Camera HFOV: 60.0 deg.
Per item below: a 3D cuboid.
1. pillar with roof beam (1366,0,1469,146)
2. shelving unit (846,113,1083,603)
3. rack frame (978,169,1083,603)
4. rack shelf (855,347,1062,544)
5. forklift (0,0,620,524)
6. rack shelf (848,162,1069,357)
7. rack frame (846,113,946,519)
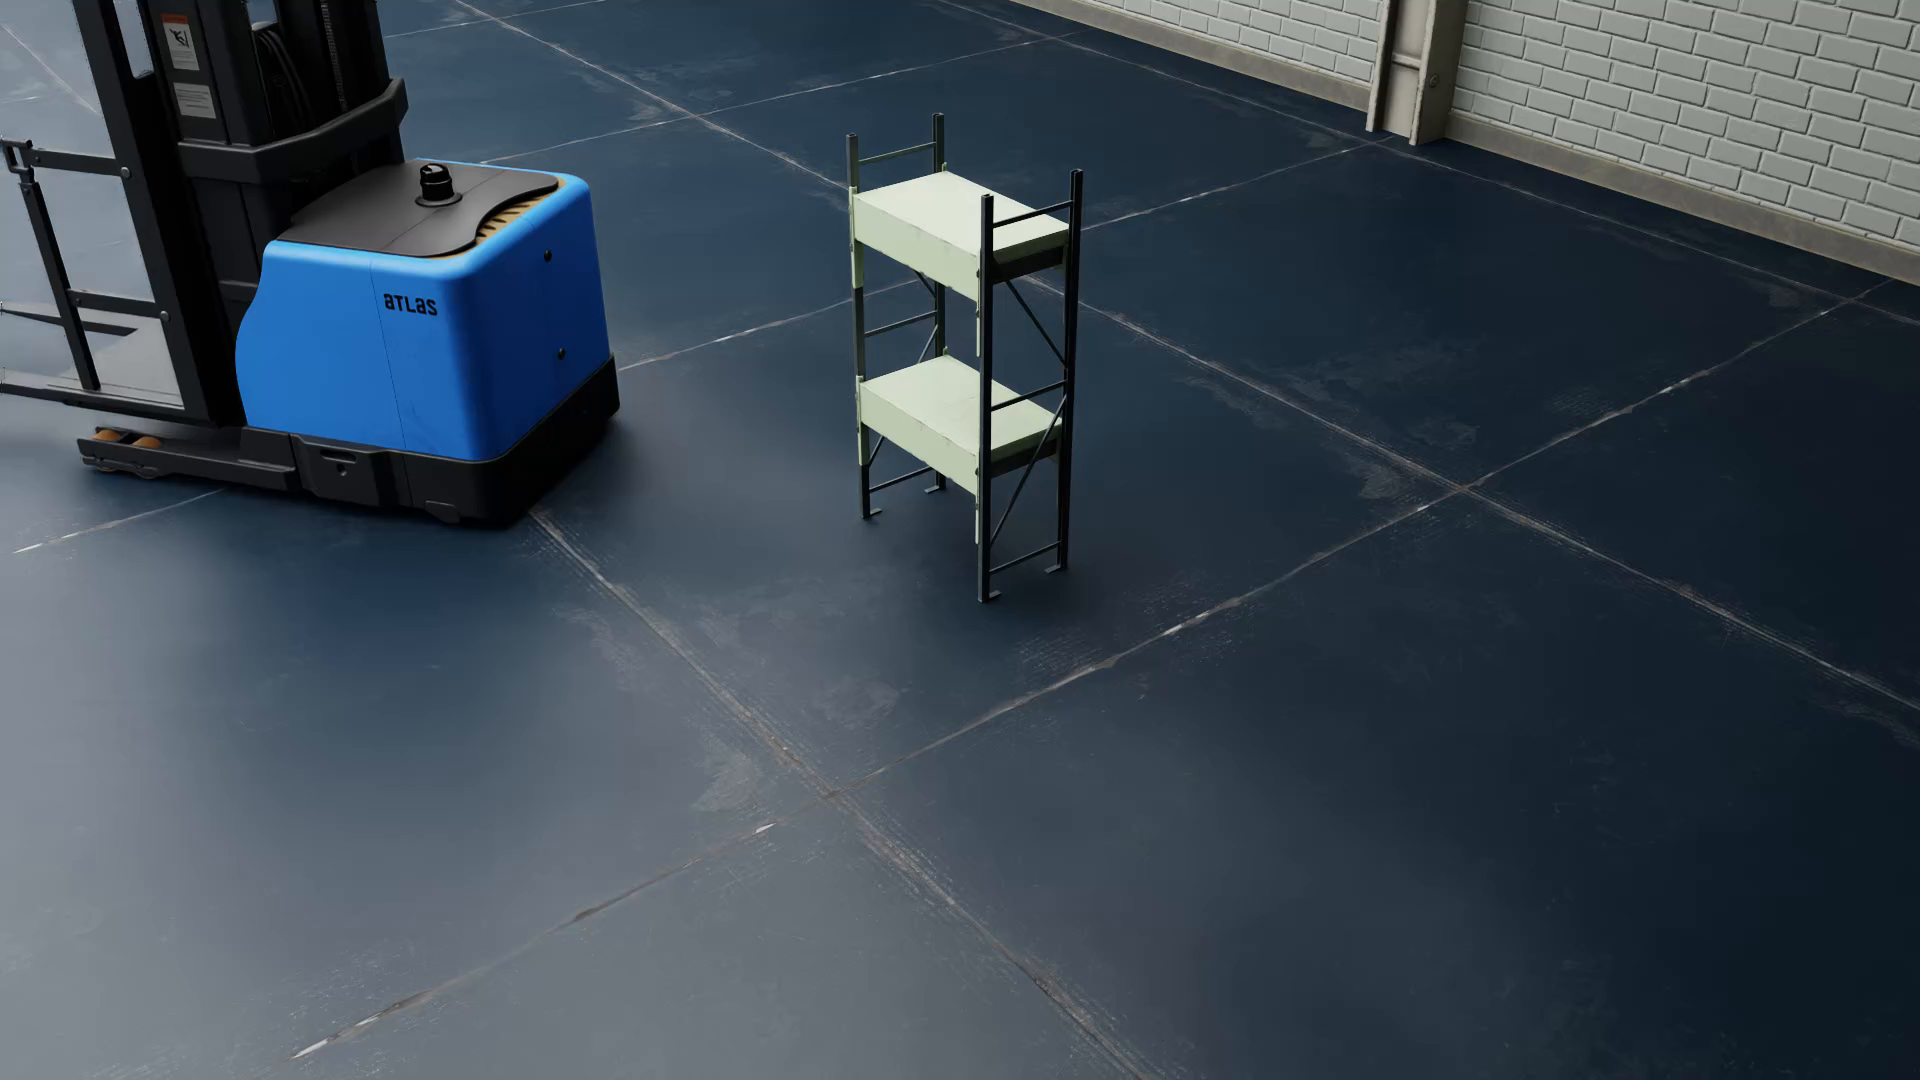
[{"bbox_3d":[-0.631,-4.958,5.704,9.100,9.000,0.400,-22,38,-31],"label":"pillar with roof beam"},{"bbox_3d":[0.004,-0.634,5.850,0.431,1.500,0.755,-22,38,-31],"label":"shelving unit"},{"bbox_3d":[0.229,-0.482,5.604,0.400,1.500,0.023,-22,38,-31],"label":"rack frame"},{"bbox_3d":[0.004,-0.357,6.022,0.431,0.370,0.720,-22,38,-31],"label":"rack shelf"},{"bbox_3d":[-3.010,-1.744,6.280,3.031,2.935,1.130,9,33,14],"label":"forklift"},{"bbox_3d":[0.004,-0.966,5.644,0.431,0.370,0.720,-22,38,-31],"label":"rack shelf"},{"bbox_3d":[-0.220,-0.787,6.095,0.400,1.500,0.023,-22,38,-31],"label":"rack frame"}]
